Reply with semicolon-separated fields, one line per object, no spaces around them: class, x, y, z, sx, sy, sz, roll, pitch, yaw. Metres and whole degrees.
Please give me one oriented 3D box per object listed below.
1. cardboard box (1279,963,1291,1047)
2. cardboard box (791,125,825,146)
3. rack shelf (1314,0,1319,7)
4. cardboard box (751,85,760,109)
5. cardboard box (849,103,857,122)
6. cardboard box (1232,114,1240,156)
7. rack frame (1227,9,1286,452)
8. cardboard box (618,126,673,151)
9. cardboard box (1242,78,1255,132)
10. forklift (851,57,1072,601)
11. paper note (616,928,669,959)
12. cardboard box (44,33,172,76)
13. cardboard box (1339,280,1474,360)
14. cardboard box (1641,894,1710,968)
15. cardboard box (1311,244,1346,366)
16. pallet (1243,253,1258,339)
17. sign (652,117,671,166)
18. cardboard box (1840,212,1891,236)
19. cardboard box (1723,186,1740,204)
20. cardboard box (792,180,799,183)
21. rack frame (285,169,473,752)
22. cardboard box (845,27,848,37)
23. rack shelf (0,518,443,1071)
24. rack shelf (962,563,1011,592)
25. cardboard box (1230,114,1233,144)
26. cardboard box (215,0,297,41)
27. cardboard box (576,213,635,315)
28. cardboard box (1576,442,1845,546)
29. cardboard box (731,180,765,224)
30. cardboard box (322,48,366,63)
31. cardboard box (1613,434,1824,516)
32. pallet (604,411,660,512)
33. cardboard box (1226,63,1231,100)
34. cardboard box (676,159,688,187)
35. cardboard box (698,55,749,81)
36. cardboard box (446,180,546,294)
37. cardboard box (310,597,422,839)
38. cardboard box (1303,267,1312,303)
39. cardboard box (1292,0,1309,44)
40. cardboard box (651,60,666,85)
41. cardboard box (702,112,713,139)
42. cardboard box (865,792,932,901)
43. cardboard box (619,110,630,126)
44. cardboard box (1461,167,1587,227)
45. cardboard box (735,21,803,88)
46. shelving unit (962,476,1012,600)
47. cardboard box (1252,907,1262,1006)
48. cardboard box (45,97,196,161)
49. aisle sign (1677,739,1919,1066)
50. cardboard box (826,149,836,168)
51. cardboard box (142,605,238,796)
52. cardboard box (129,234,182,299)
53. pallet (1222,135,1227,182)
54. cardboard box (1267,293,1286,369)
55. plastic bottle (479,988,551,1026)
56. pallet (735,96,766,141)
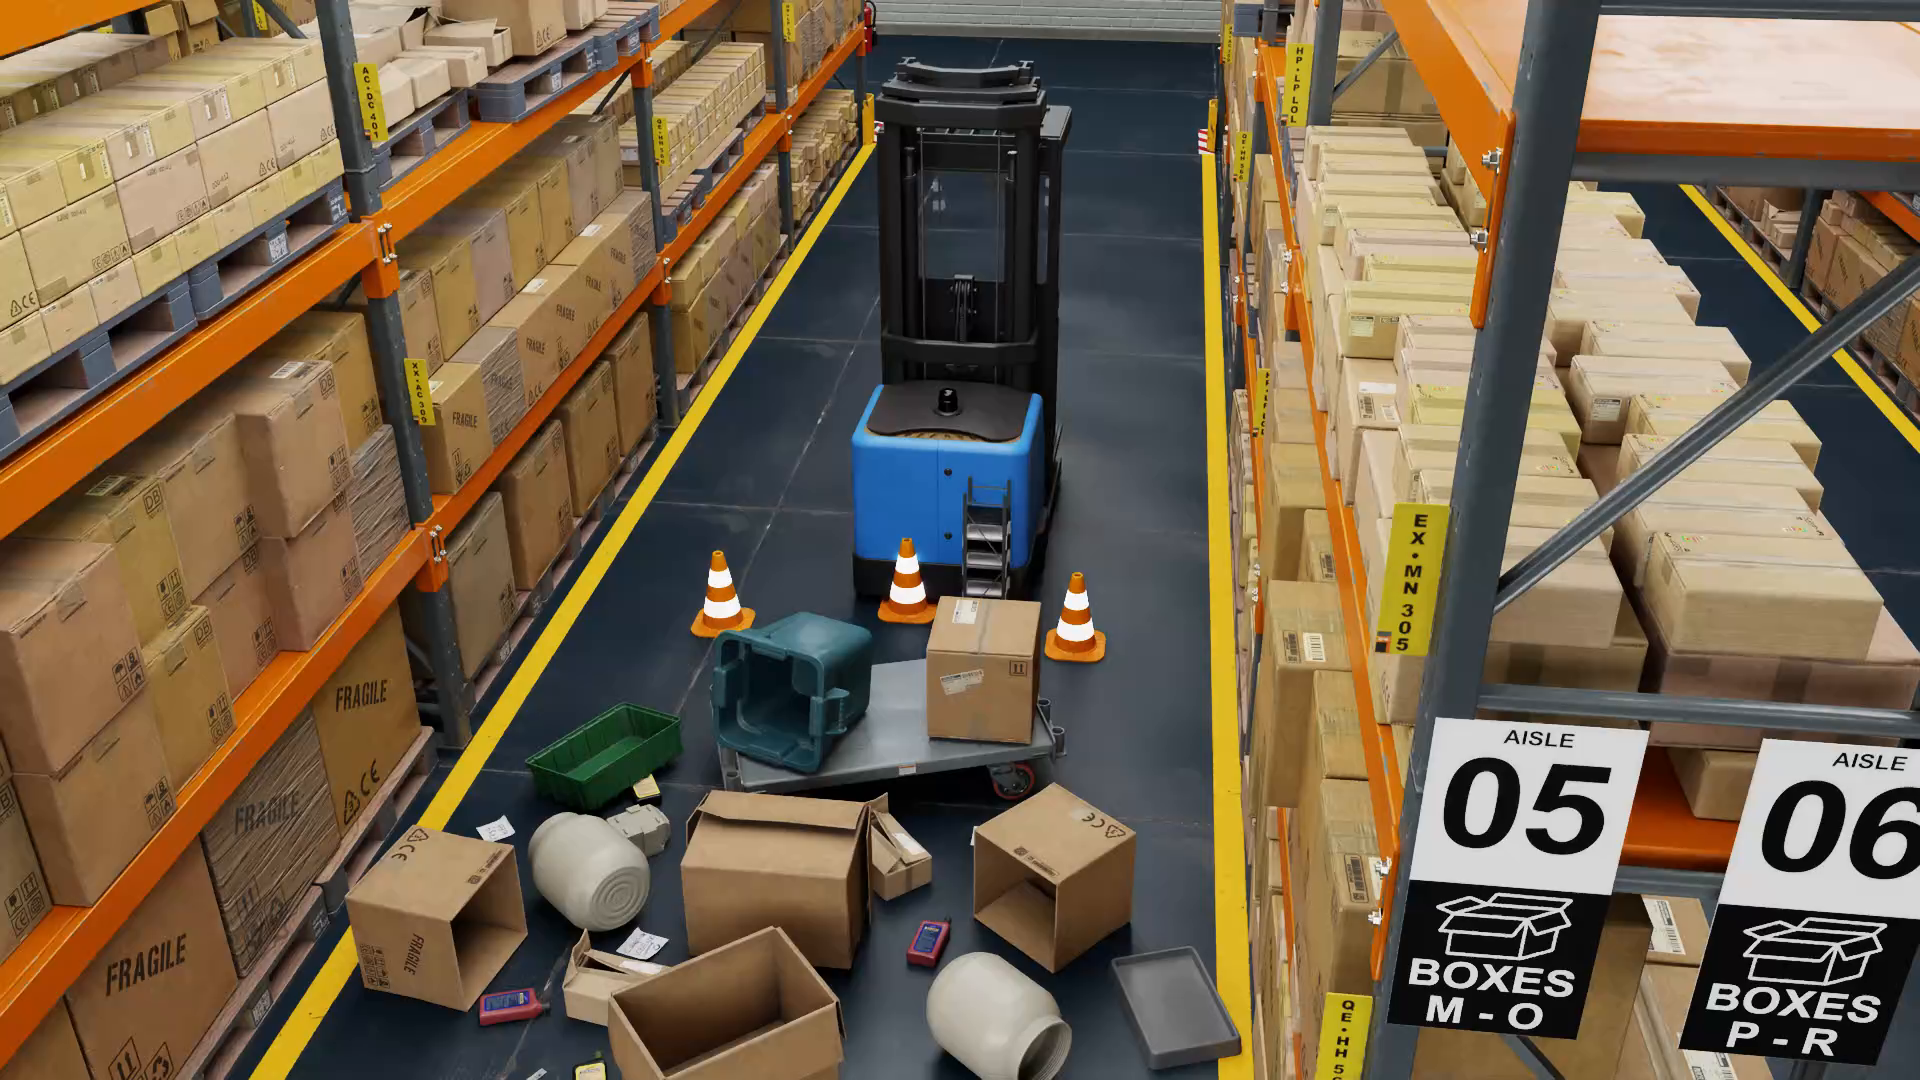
cardboard box;1.252;1.552;5.481;0.380;0.149;0.250;4;29;7
cardboard box;-1.589;-4.136;16.992;0.380;0.149;0.250;3;29;6
rack shelf;2.136;-3.144;8.070;1.077;0.370;4.000;3;28;6
cardboard box;-1.937;-3.813;14.280;0.380;0.149;0.250;4;29;6
cardboard box;-1.345;-4.738;18.424;0.380;0.149;0.250;3;28;5
cardboard box;2.353;-3.062;12.694;0.500;0.250;0.500;3;28;5
rack frame;2.381;-1.937;10.975;1.000;3.000;0.127;3;28;6
cardboard box;-2.265;-2.846;11.857;0.380;0.149;0.250;3;28;5
cardboard box;2.239;-2.922;11.643;0.500;0.500;0.500;4;29;7
forklift;0.090;-1.586;10.396;1.130;2.935;3.031;4;29;7
paper note;-1.385;1.762;7.247;0.172;0.023;0.155;14;31;24
cardboard box;-3.416;-1.932;6.680;0.380;0.149;0.250;4;29;7
cardboard box;1.304;-0.632;4.815;0.380;0.149;0.250;4;29;7
cardboard box;1.794;1.203;4.727;0.500;0.500;0.500;4;29;8
cardboard box;1.437;-0.770;5.491;0.500;0.250;0.500;4;29;7
pallet;2.399;-1.511;10.386;1.213;0.211;1.003;3;28;6
sign;-1.993;-2.656;11.089;0.100;0.325;0.005;3;28;6
cardboard box;7.533;-2.615;13.742;0.380;0.149;0.250;3;28;5
cardboard box;7.811;-3.575;16.208;0.500;0.500;0.500;4;29;7
cardboard box;-1.750;-3.397;15.934;0.380;0.149;0.250;4;29;7
rack frame;-3.034;-0.294;7.925;1.000;3.000;0.127;3;28;6
cardboard box;-1.407;-5.428;17.720;0.380;0.149;0.250;3;28;6
rack shelf;-3.279;0.964;6.349;1.077;0.370;4.000;3;28;6
rack shelf;0.150;0.205;9.472;0.258;0.077;0.200;4;29;7
cardboard box;2.493;-3.318;13.697;0.500;0.250;0.500;3;28;5
cardboard box;-6.652;-5.001;15.717;0.500;0.500;0.500;3;28;6
cardboard box;-2.395;-1.759;10.538;0.500;0.500;0.500;3;28;6
cardboard box;1.798;-0.014;4.088;0.500;0.250;0.500;3;28;5
cardboard box;-1.971;-2.868;14.105;0.500;0.250;0.500;5;29;9
cardboard box;-3.107;-2.119;7.761;0.500;0.250;0.500;4;29;7
cardboard box;1.754;-0.121;3.866;0.380;0.149;0.250;3;28;6
pallet;-2.716;-0.583;11.401;1.003;0.211;1.213;3;28;6
cardboard box;2.732;-4.339;15.329;0.500;0.500;0.500;3;28;5
cardboard box;-2.223;-2.703;12.220;0.380;0.149;0.250;5;29;9
cardboard box;-1.975;-3.948;13.902;0.380;0.149;0.250;2;28;5
cardboard box;-2.793;-1.730;9.431;0.700;0.500;0.500;3;28;6
cardboard box;-3.181;0.748;7.788;0.875;0.875;0.875;4;29;7
cardboard box;1.519;-1.012;6.359;0.380;0.149;0.250;3;28;6
cardboard box;2.255;-2.856;9.412;0.700;0.500;0.500;3;28;6
cardboard box;-2.654;-3.868;13.754;0.380;0.149;0.250;3;28;6
cardboard box;-2.129;-3.204;12.836;0.380;0.149;0.250;3;28;6
cardboard box;-0.339;1.408;7.648;0.258;0.266;0.396;-17;33;-29
cardboard box;-2.780;-3.249;12.918;0.380;0.149;0.250;4;29;7
cardboard box;1.992;-1.209;5.885;0.380;0.149;0.250;4;29;7
cardboard box;-1.743;-4.453;15.227;0.500;0.500;0.500;3;28;5
shelving unit;0.150;0.097;9.414;0.258;0.900;0.210;4;29;7
cardboard box;1.434;1.735;6.614;0.500;0.250;0.500;3;28;6
cardboard box;-2.886;-1.416;5.722;0.380;0.149;0.250;3;29;6
aisle sign;1.701;0.732;3.281;0.394;0.787;0.004;3;28;6
cardboard box;-1.510;-3.998;17.364;0.380;0.149;0.250;4;29;7
cardboard box;-3.261;0.577;6.150;0.875;0.550;0.500;3;28;6
cardboard box;-2.916;-0.943;5.684;0.380;0.149;0.250;3;28;6
pallet;3.341;-4.094;17.919;1.003;0.211;1.213;3;28;6
cardboard box;1.779;-0.878;8.148;0.500;0.500;0.500;4;29;6
plastic bottle;-1.843;1.930;6.896;0.283;0.061;0.133;-6;29;-11
pallet;-2.292;-3.624;14.309;1.003;0.211;1.213;3;28;6
